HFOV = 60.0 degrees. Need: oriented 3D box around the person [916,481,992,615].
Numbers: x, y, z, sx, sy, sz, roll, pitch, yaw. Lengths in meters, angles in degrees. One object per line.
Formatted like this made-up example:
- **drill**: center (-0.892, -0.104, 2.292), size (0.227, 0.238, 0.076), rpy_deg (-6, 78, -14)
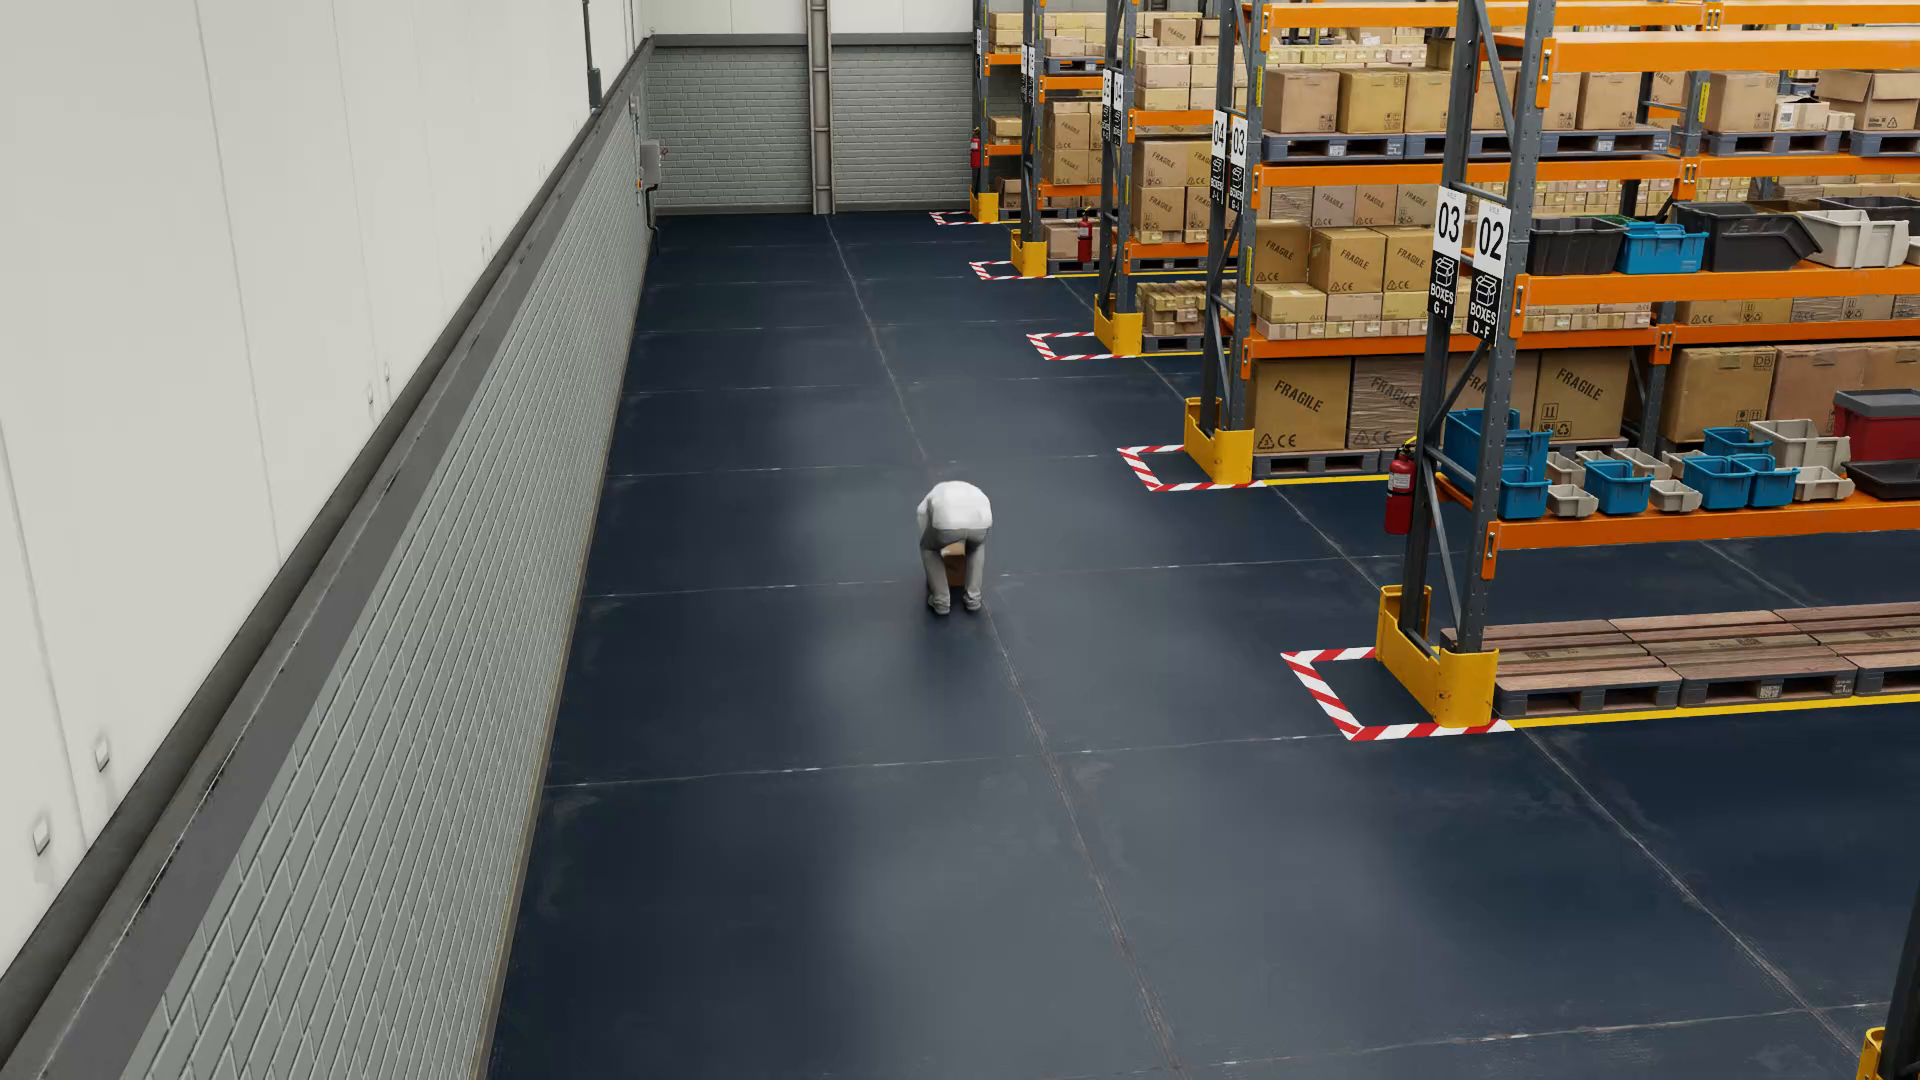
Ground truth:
- **person**: center (-0.056, -0.004, 12.262), size (0.498, 0.939, 0.974), rpy_deg (-4, 20, -10)
